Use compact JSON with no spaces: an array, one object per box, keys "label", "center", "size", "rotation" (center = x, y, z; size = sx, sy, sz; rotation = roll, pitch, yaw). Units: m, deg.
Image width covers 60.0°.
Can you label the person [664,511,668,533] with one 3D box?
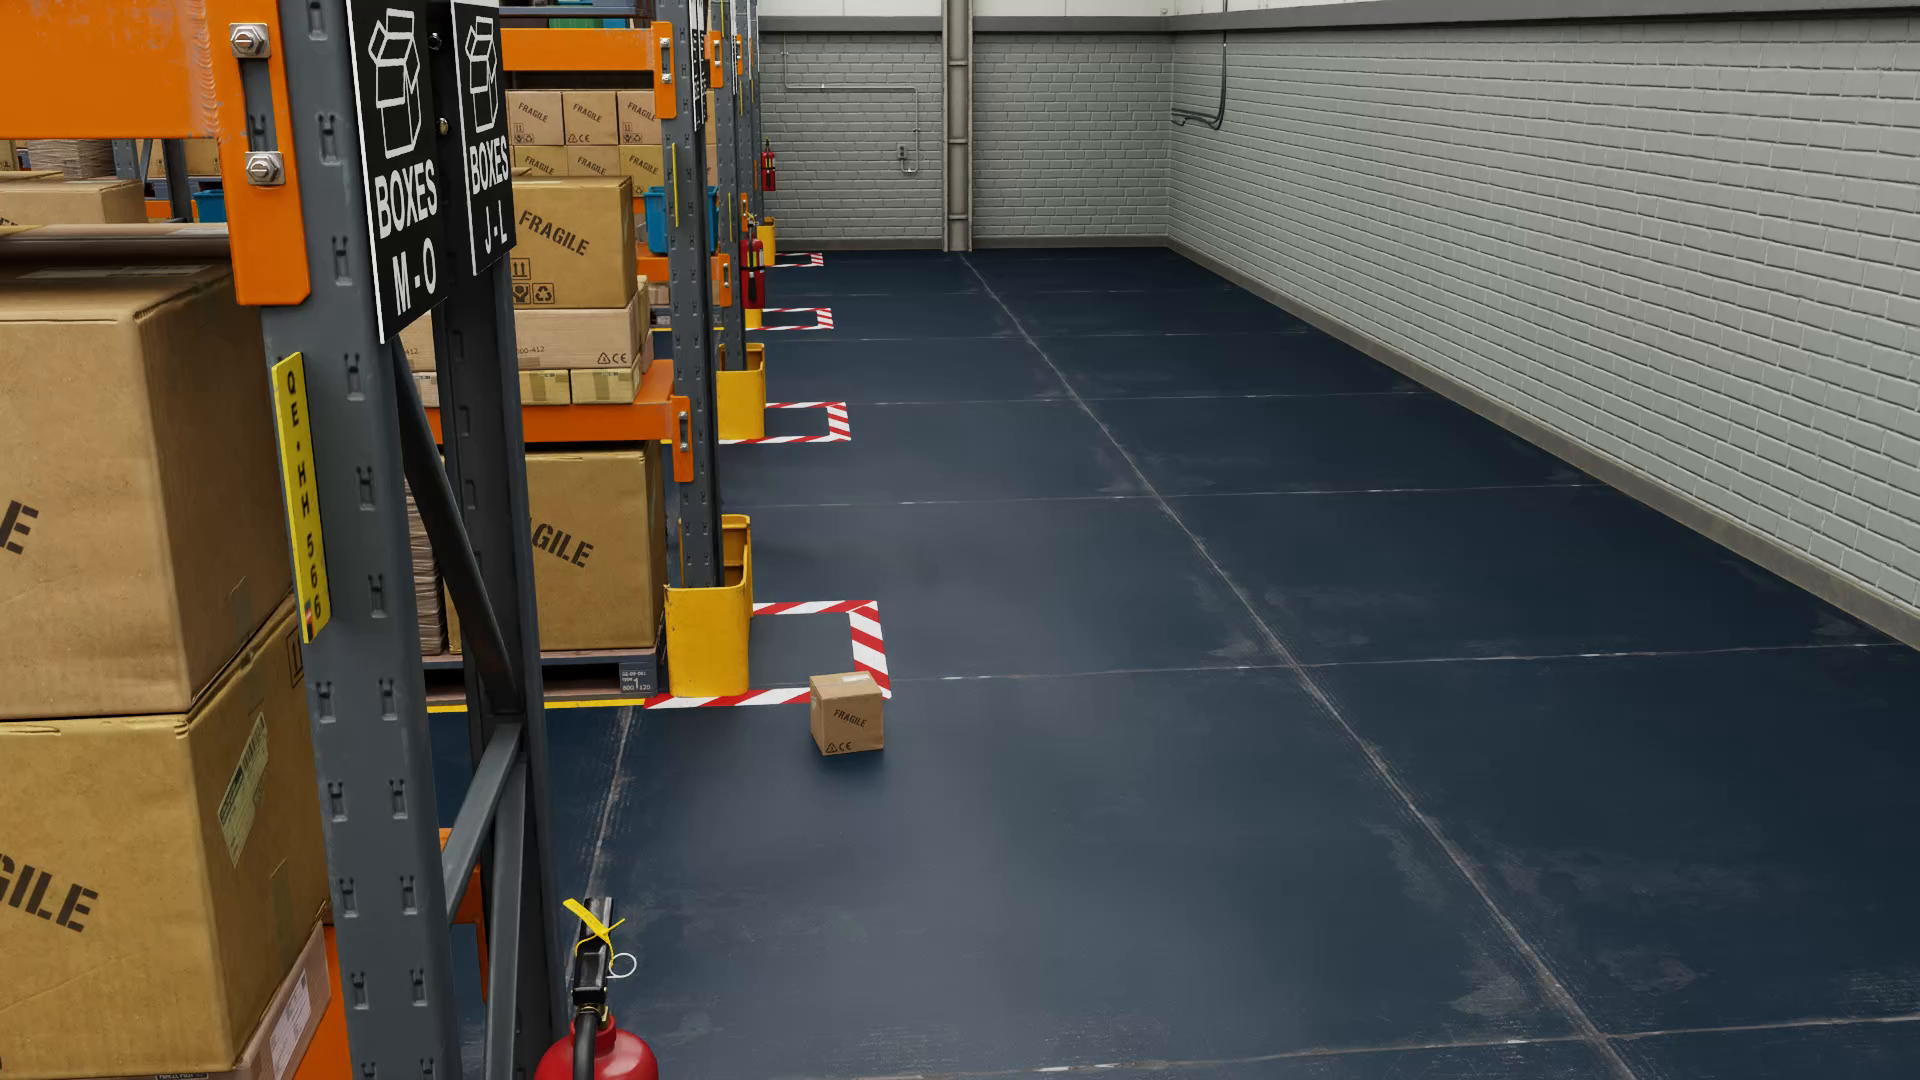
[{"label":"person","center":[-2.158,-0.748,9.068],"size":[1.046,1.666,0.574],"rotation":[-2,17,-8]}]
